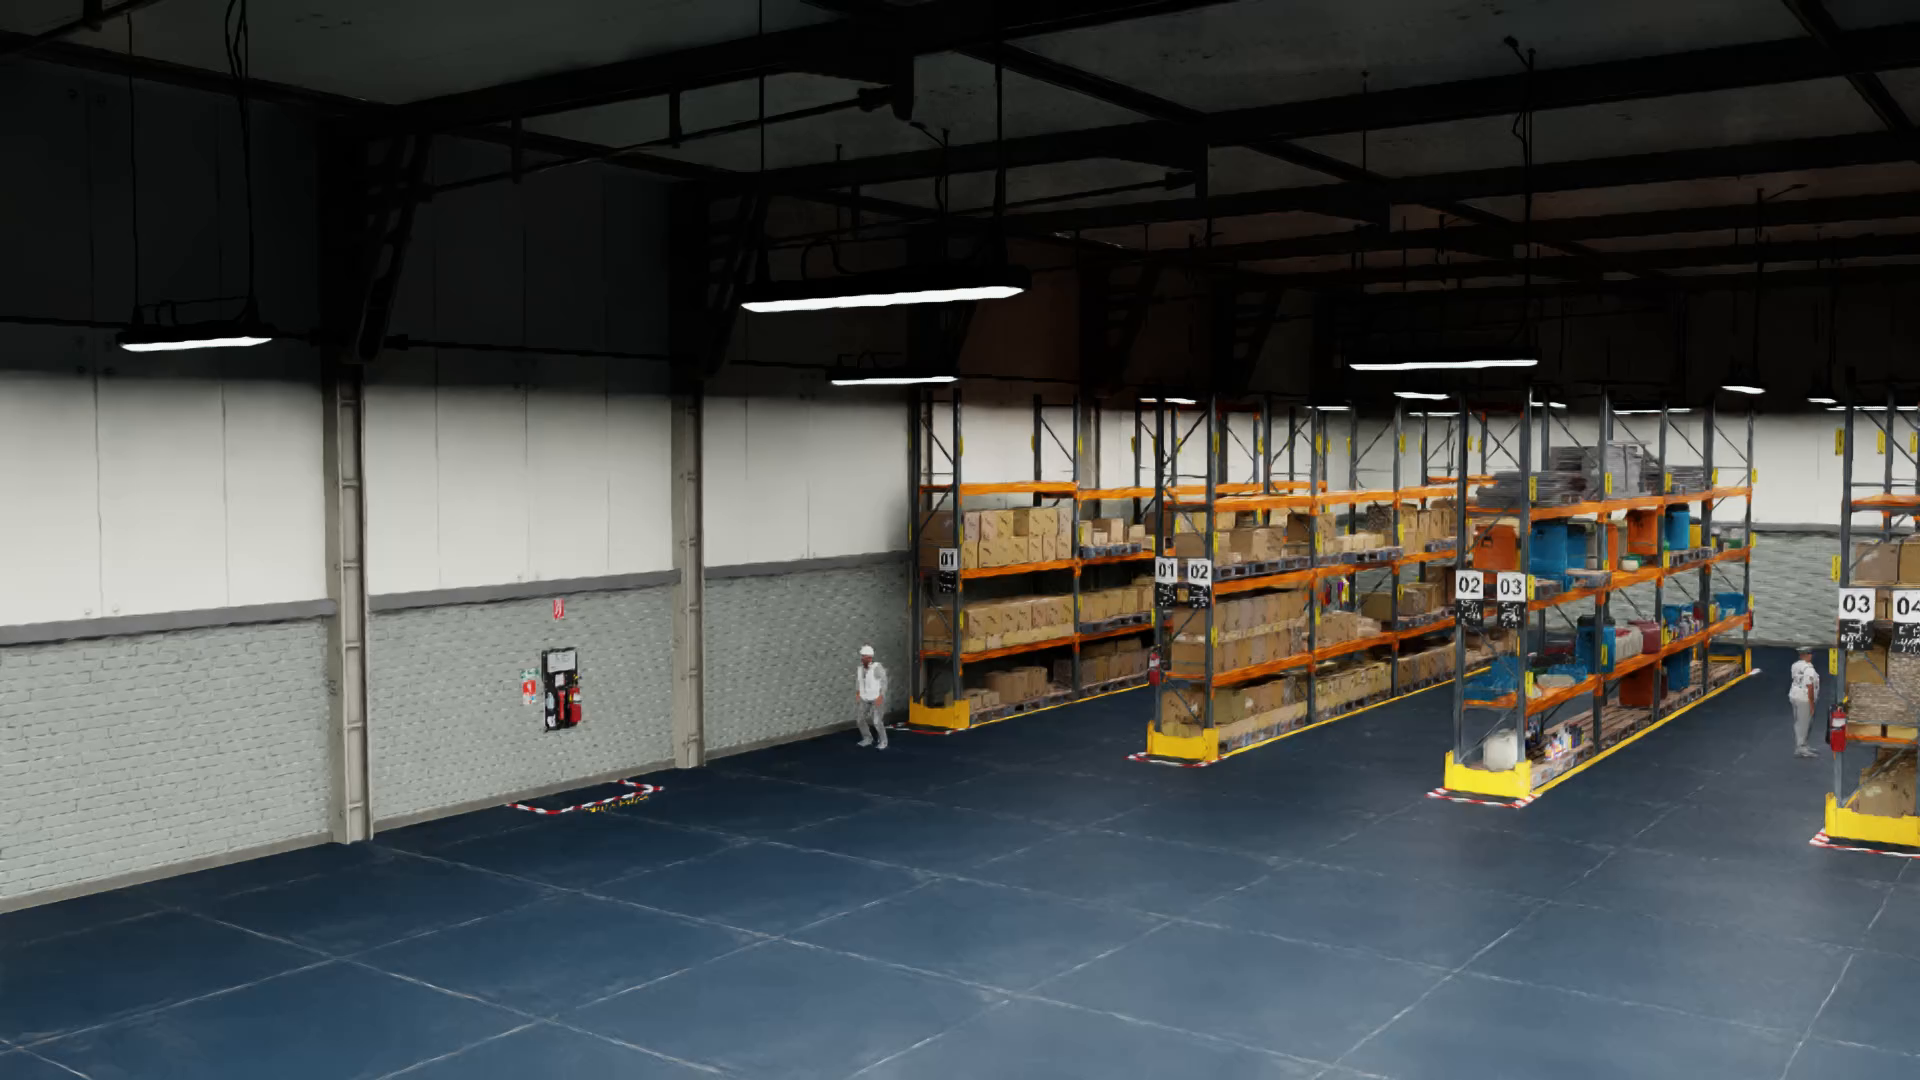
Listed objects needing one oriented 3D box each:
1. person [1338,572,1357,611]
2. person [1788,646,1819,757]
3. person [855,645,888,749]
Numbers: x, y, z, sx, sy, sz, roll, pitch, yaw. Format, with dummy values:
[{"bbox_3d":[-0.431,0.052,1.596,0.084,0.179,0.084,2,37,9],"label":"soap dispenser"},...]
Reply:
[{"bbox_3d":[10.203,1.613,44.109,0.714,1.765,0.473,-1,3,-15],"label":"person"},{"bbox_3d":[13.640,2.585,26.805,0.475,1.761,0.595,0,3,4],"label":"person"},{"bbox_3d":[-1.471,2.584,27.426,0.677,1.726,0.574,2,4,34],"label":"person"}]
